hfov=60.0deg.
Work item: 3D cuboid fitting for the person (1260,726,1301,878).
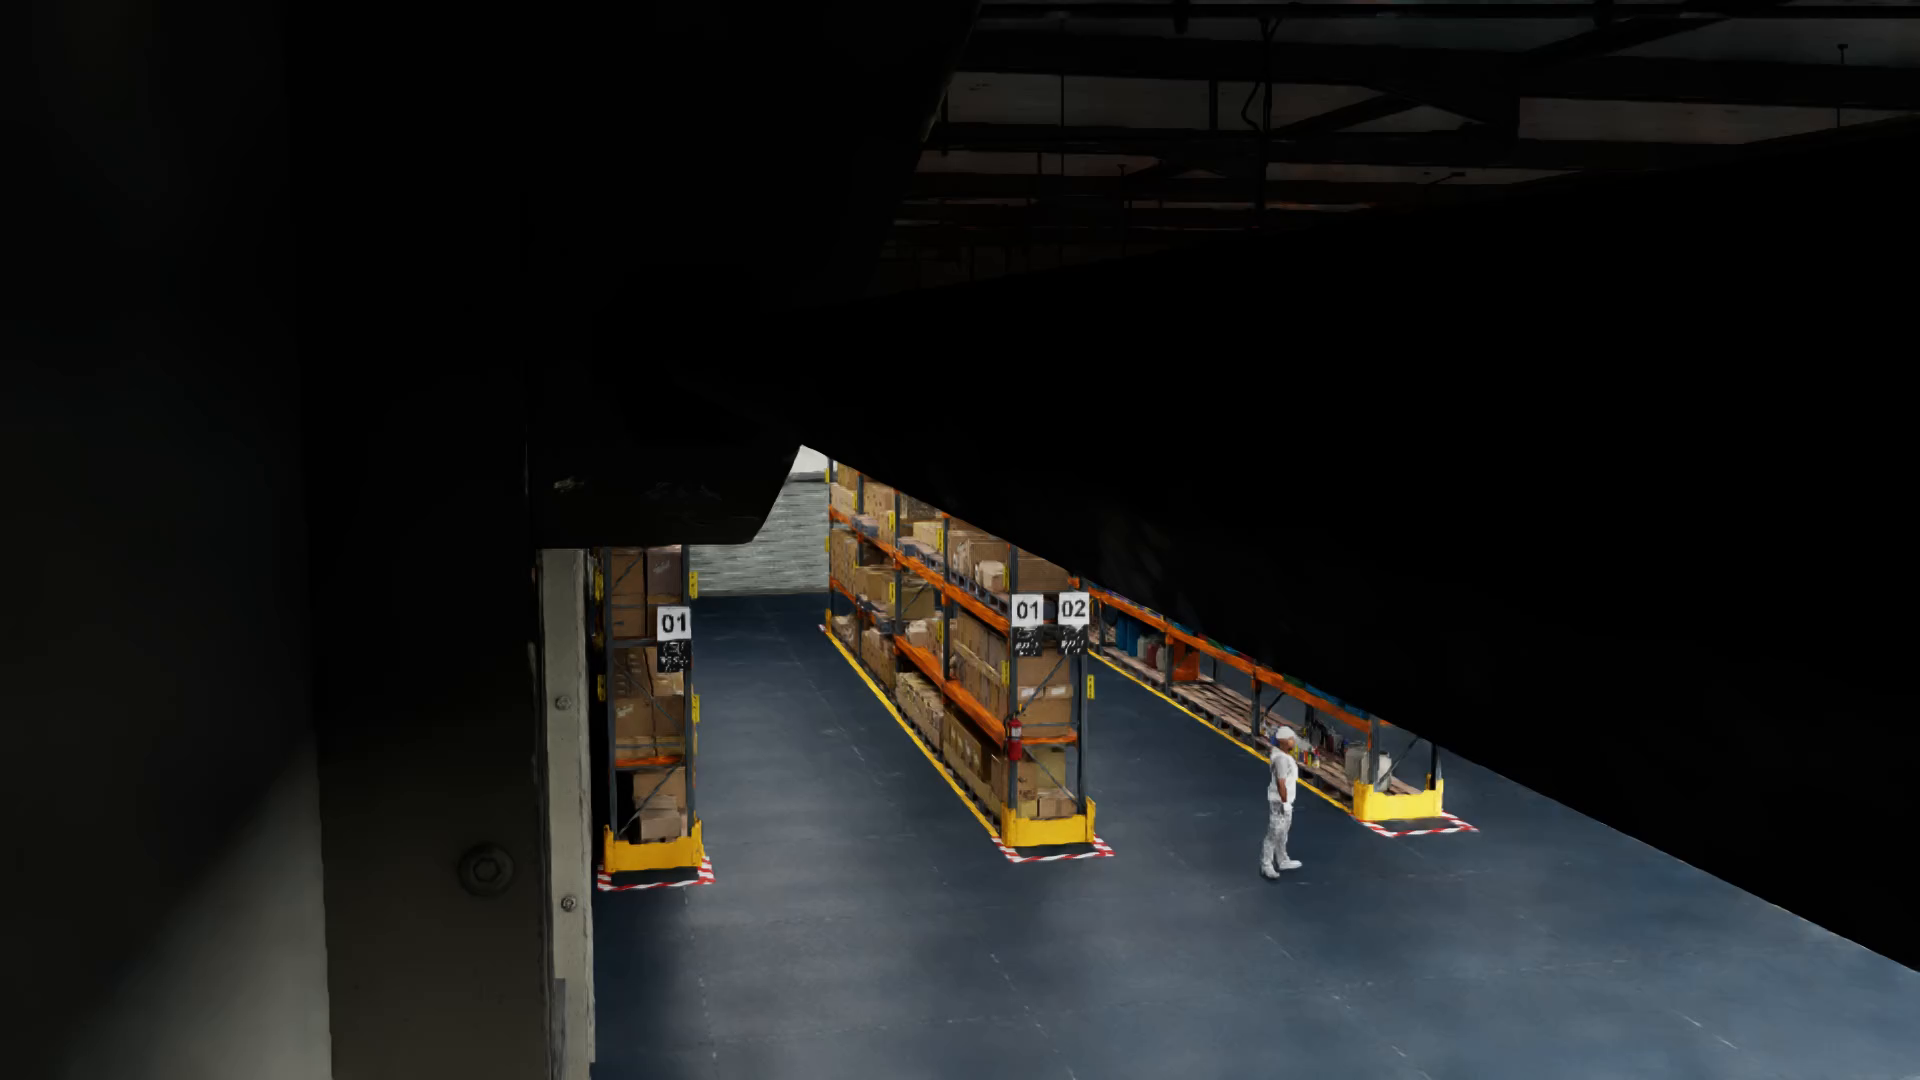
[{"bbox_3d":[3.835,3.092,19.805,0.479,1.789,0.646,2,7,13],"label":"person"}]
